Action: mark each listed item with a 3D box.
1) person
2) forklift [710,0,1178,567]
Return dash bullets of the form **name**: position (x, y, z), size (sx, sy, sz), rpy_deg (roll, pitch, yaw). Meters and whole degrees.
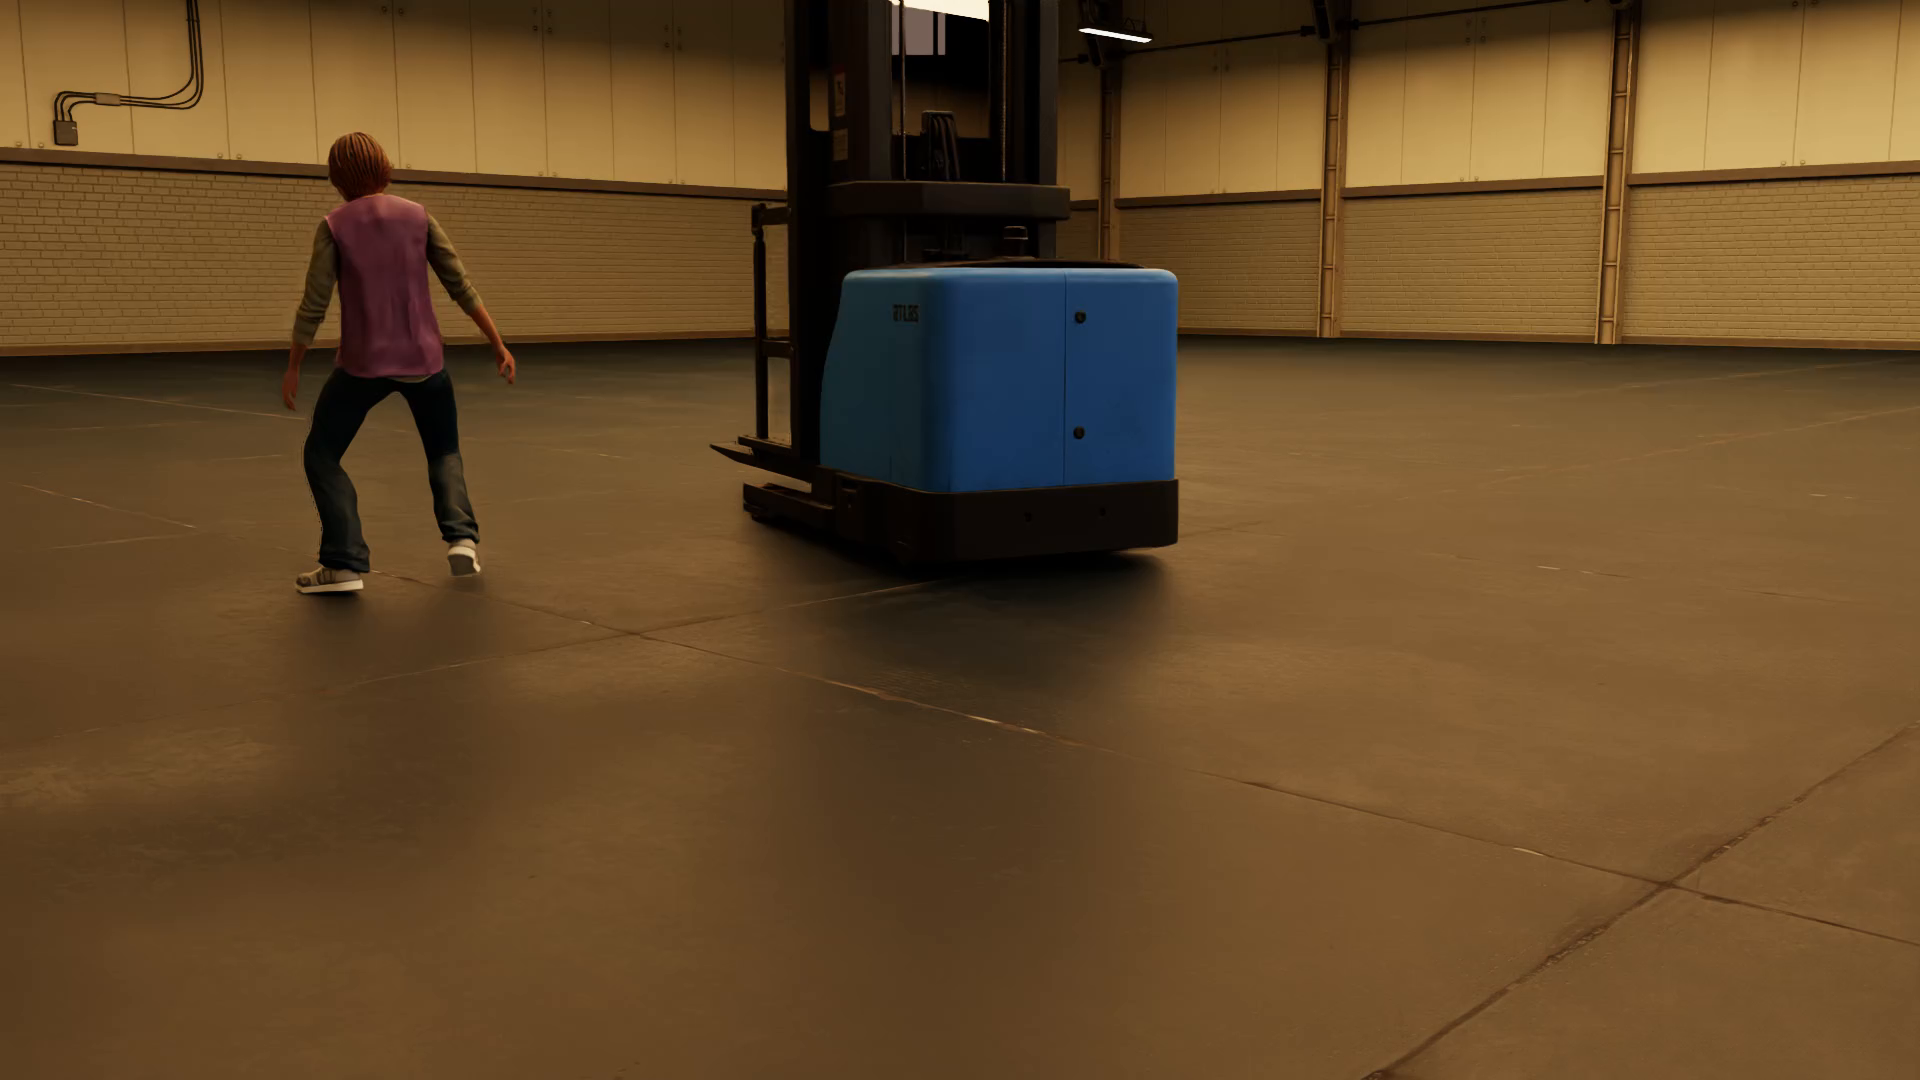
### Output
- **person**: position (-1.882, -0.594, 5.591), size (0.745, 1.520, 0.447), rpy_deg (-4, 10, -26)
- **forklift**: position (-0.297, -1.532, 7.050), size (1.130, 2.935, 3.031), rpy_deg (-4, 10, -26)
